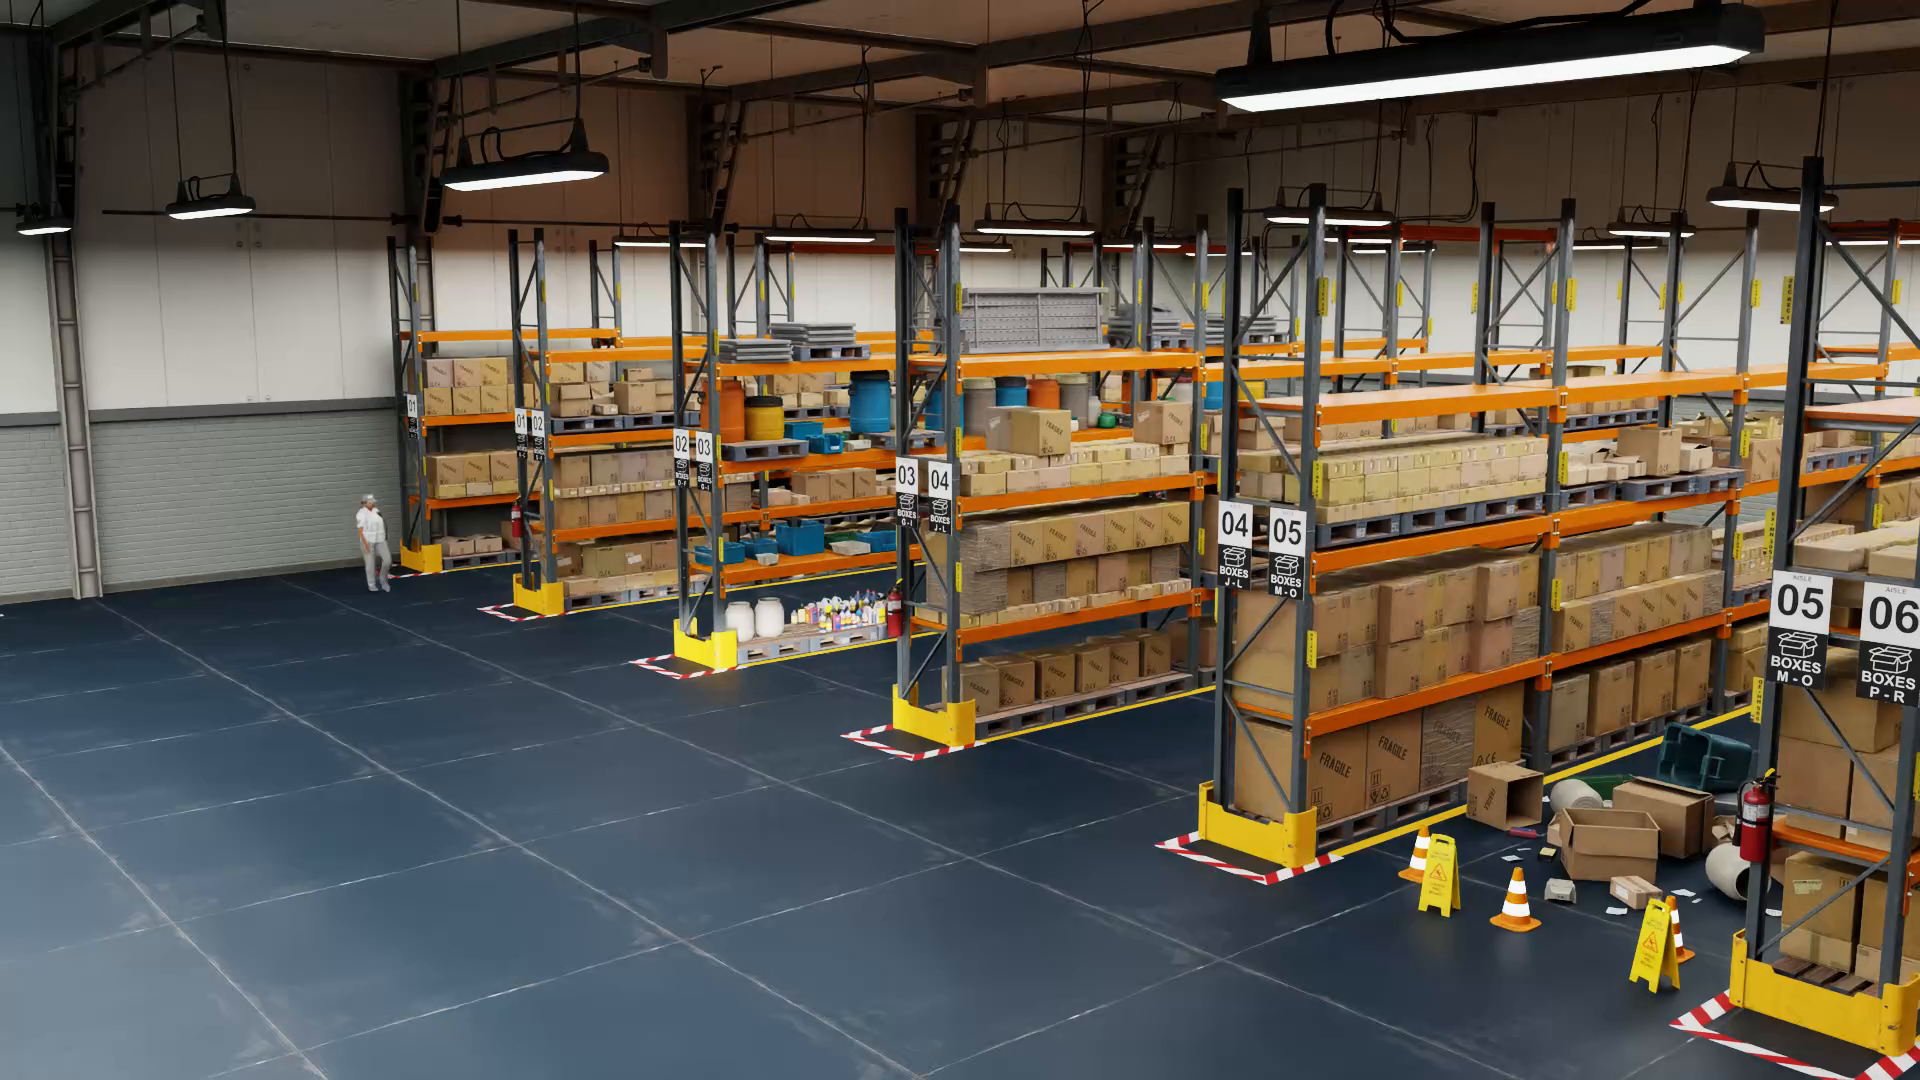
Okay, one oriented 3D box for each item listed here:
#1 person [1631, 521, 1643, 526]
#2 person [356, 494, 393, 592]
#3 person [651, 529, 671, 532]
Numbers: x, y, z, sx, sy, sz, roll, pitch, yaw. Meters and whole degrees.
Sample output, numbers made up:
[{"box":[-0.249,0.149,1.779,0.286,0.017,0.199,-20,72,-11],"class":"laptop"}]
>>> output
[{"box":[9.872,0.587,24.311,0.986,1.730,0.664,-6,11,-34],"class":"person"},{"box":[-9.854,0.060,27.930,0.508,1.676,0.471,-7,11,-37],"class":"person"},{"box":[-5.568,-0.367,30.793,0.566,1.656,0.496,-1,9,-8],"class":"person"}]
